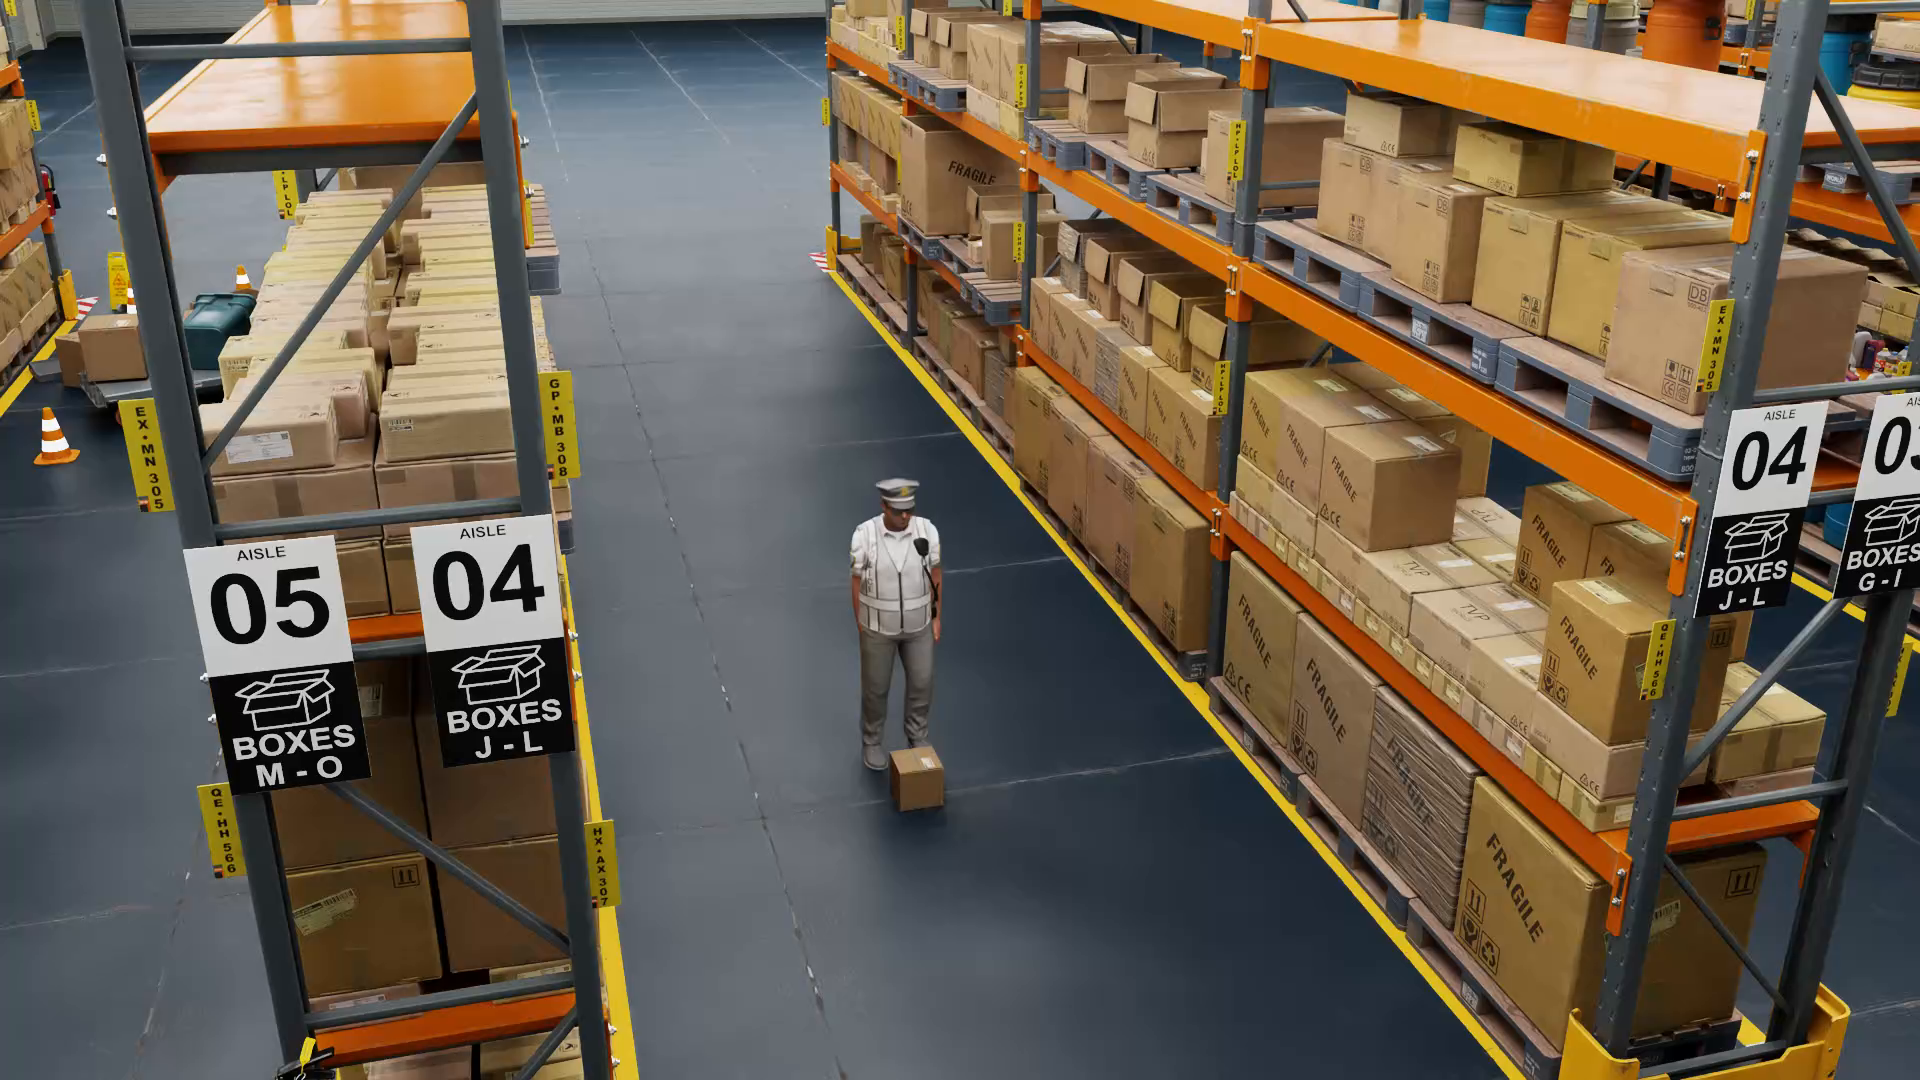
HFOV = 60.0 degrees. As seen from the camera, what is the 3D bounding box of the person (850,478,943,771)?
[{"bbox_3d":[-0.348,0.477,9.540,0.528,1.749,0.393,-6,23,-13],"label":"person"}]
